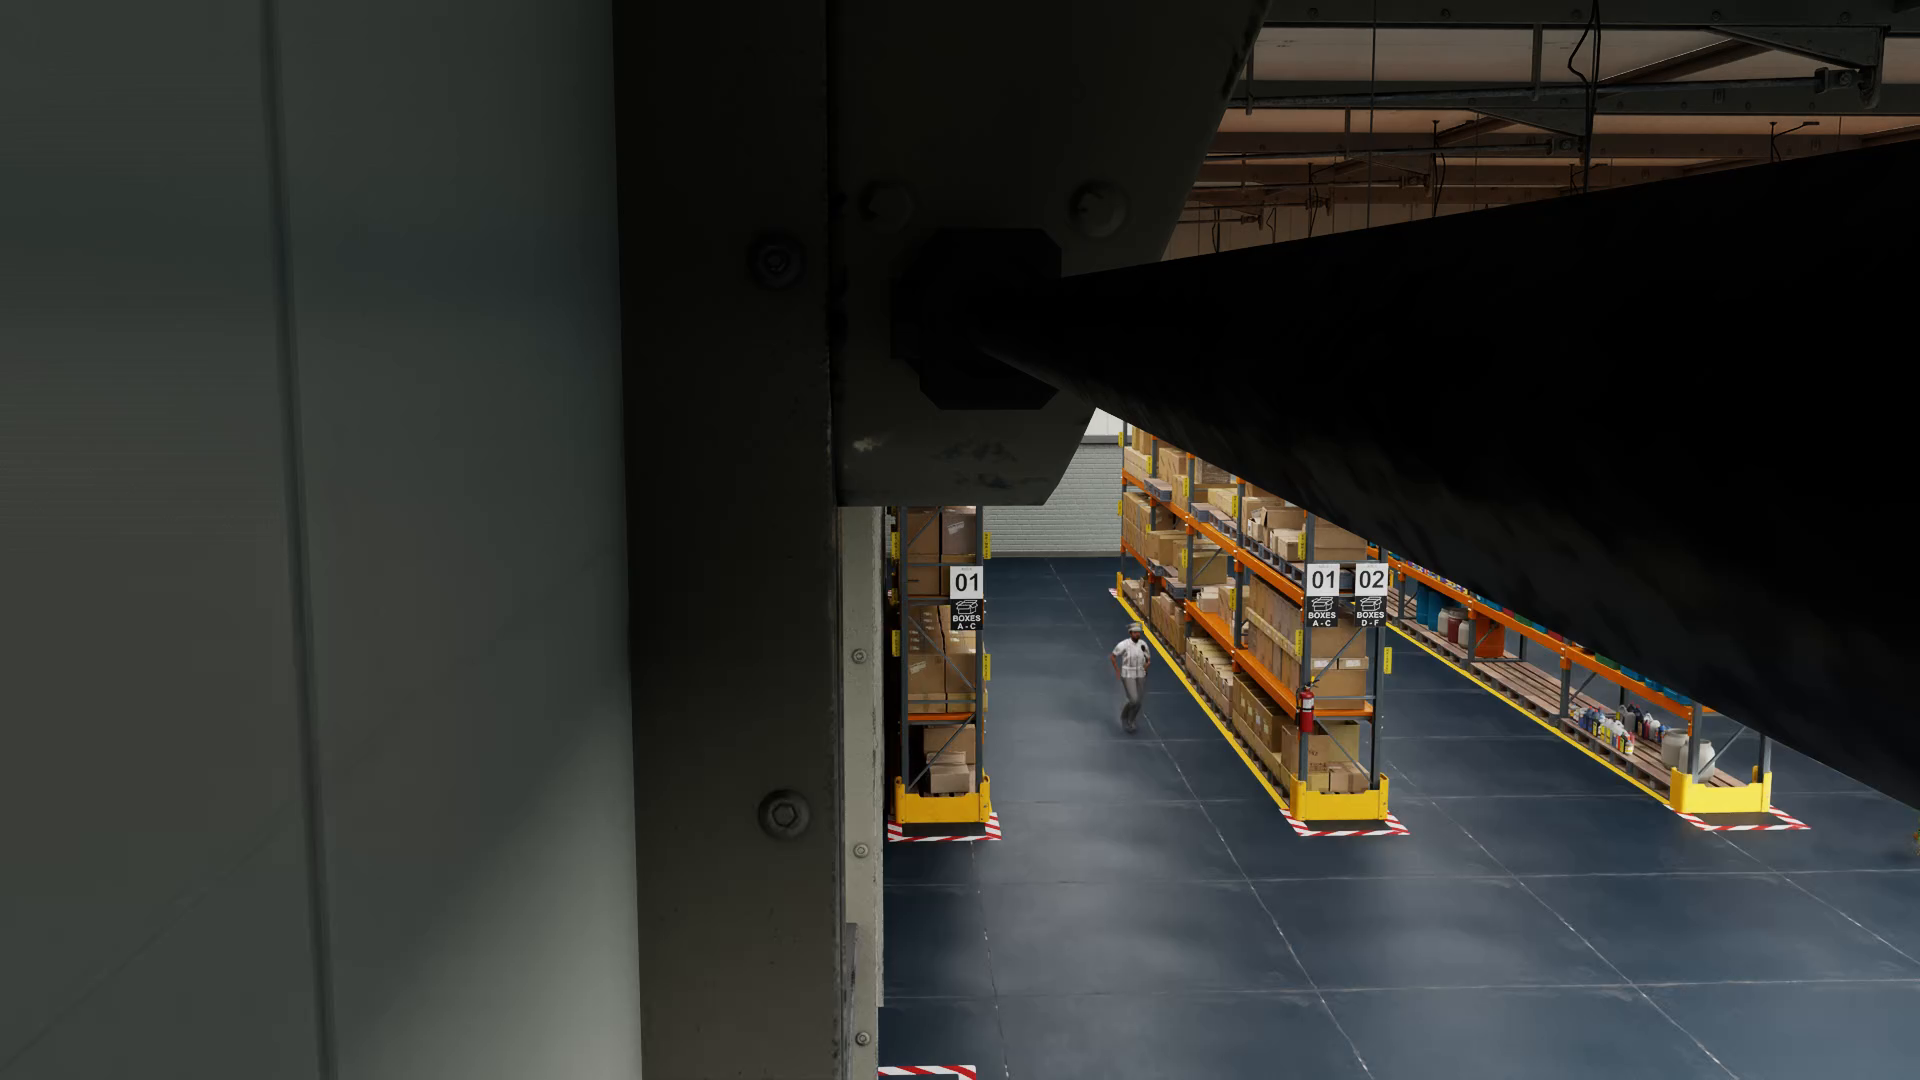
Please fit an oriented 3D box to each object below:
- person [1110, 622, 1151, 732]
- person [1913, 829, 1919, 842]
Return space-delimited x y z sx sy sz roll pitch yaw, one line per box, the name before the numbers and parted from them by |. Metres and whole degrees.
person | 2.581 2.039 24.662 0.552 1.655 0.633 -3 9 -20
person | 11.353 2.846 18.751 0.981 1.807 0.647 5 10 33
